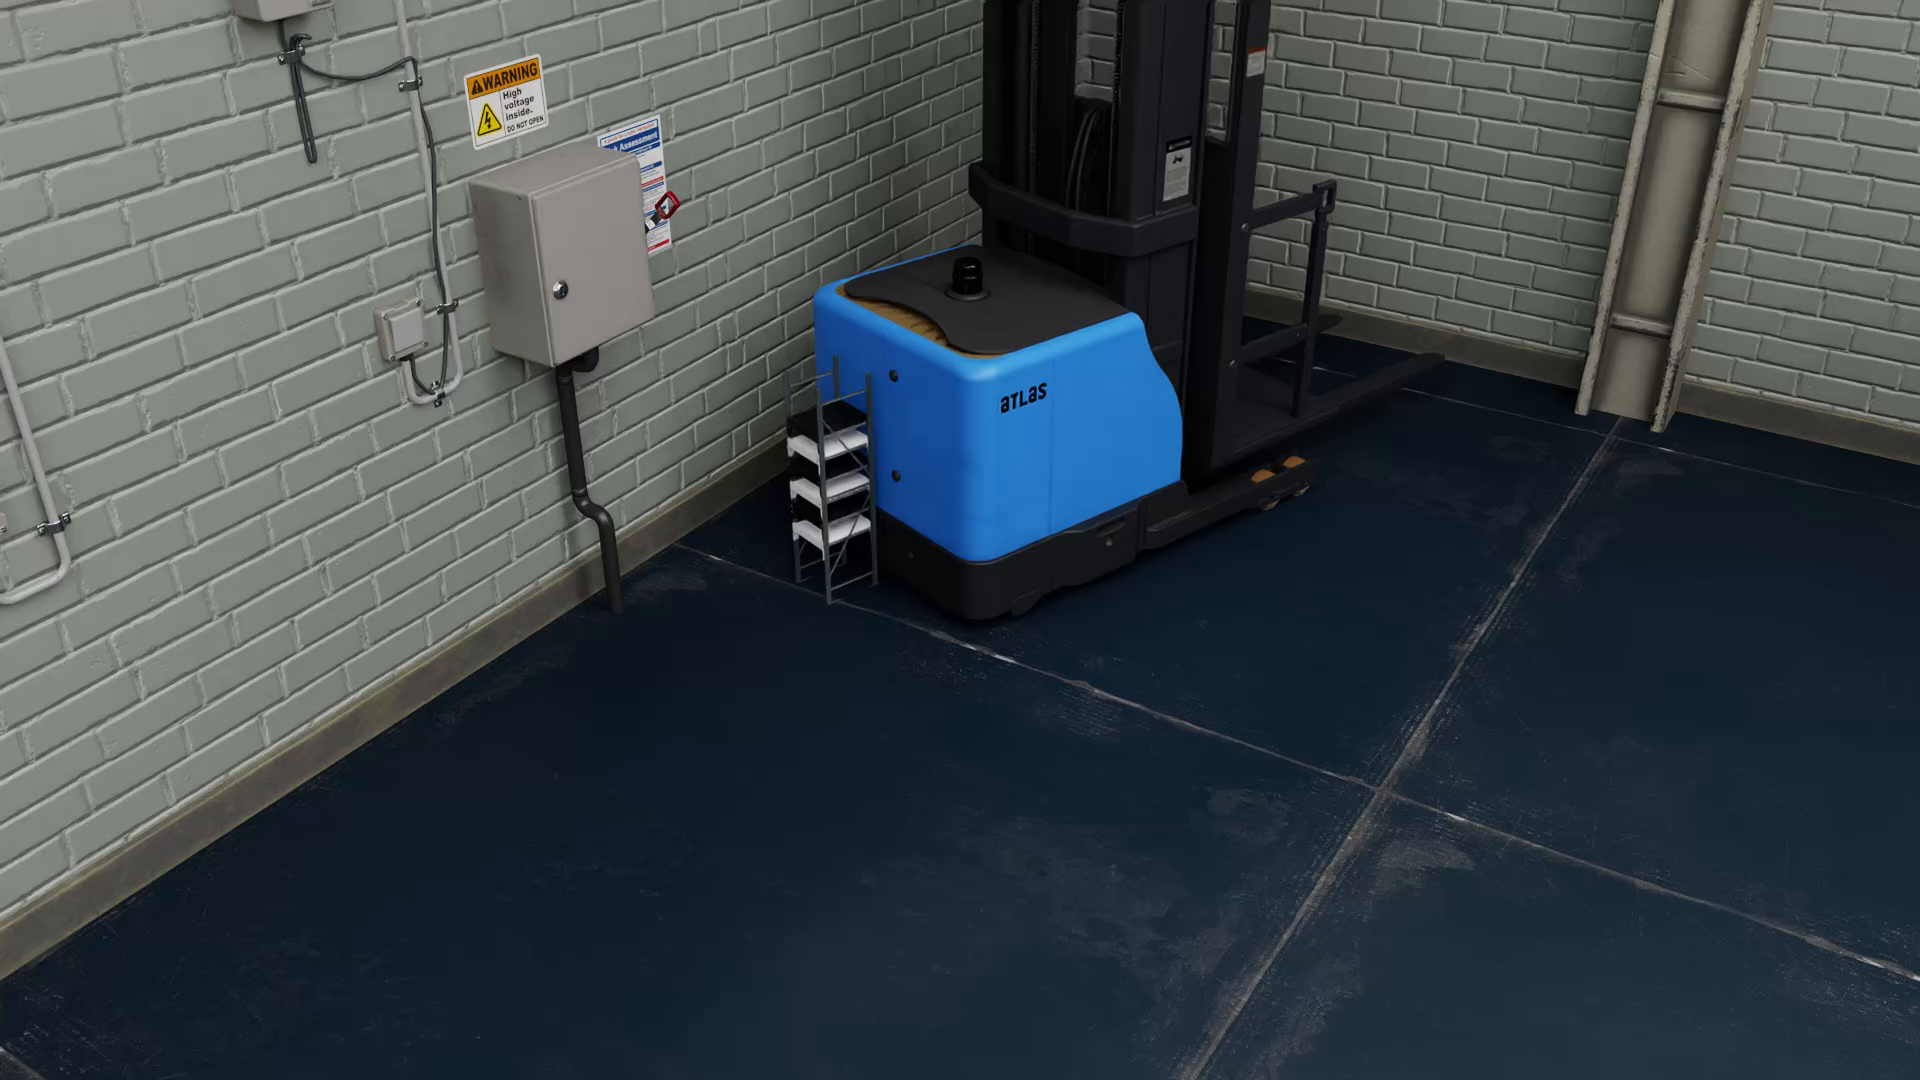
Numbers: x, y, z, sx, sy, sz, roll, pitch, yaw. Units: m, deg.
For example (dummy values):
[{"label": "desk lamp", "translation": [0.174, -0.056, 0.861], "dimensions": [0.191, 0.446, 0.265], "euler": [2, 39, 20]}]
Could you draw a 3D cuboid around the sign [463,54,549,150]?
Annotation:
[{"label": "sign", "translation": [-1.467, -1.422, 5.392], "dimensions": [0.001, 0.242, 0.339], "euler": [18, 35, 27]}]

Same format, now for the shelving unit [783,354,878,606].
[{"label": "shelving unit", "translation": [-0.479, -0.218, 6.230], "dimensions": [0.258, 0.900, 0.210], "euler": [-23, 37, -33]}]

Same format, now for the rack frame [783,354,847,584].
[{"label": "rack frame", "translation": [-0.543, -0.258, 6.298], "dimensions": [0.240, 0.900, 0.006], "euler": [-23, 37, -33]}]

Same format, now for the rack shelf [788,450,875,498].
[{"label": "rack shelf", "translation": [-0.479, -0.267, 6.202], "dimensions": [0.258, 0.077, 0.200], "euler": [-23, 37, -33]}]

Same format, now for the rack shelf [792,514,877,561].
[{"label": "rack shelf", "translation": [-0.478, -0.034, 6.338], "dimensions": [0.258, 0.077, 0.200], "euler": [-23, 37, -33]}]

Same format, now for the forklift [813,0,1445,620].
[{"label": "forklift", "translation": [0.890, -1.576, 6.543], "dimensions": [3.031, 2.935, 1.130], "euler": [-22, 37, -33]}]

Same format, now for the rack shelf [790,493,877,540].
[{"label": "rack shelf", "translation": [-0.478, -0.112, 6.293], "dimensions": [0.258, 0.077, 0.200], "euler": [-23, 37, -33]}]

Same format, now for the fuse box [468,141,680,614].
[{"label": "fuse box", "translation": [-1.262, -0.477, 5.870], "dimensions": [0.414, 1.711, 0.539], "euler": [18, 35, 27]}]

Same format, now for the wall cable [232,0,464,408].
[{"label": "wall cable", "translation": [-1.759, -1.223, 4.862], "dimensions": [0.122, 1.984, 0.588], "euler": [18, 35, 27]}]

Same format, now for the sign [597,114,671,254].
[{"label": "sign", "translation": [-1.175, -1.259, 6.026], "dimensions": [0.001, 0.494, 0.329], "euler": [18, 35, 27]}]

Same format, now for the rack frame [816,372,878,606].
[{"label": "rack frame", "translation": [-0.414, -0.179, 6.163], "dimensions": [0.240, 0.900, 0.006], "euler": [-23, 37, -33]}]

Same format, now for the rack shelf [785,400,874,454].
[{"label": "rack shelf", "translation": [-0.479, -0.423, 6.111], "dimensions": [0.258, 0.077, 0.200], "euler": [-23, 37, -33]}]

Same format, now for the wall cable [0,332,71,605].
[{"label": "wall cable", "translation": [-2.503, -0.629, 3.811], "dimensions": [0.123, 1.953, 0.585], "euler": [18, 35, 27]}]

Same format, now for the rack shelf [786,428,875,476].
[{"label": "rack shelf", "translation": [-0.479, -0.345, 6.156], "dimensions": [0.258, 0.077, 0.200], "euler": [-23, 37, -33]}]

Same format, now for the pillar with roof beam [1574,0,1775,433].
[{"label": "pillar with roof beam", "translation": [0.828, -2.656, 2.373], "dimensions": [0.400, 9.000, 9.100], "euler": [18, 35, 27]}]

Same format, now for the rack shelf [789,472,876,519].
[{"label": "rack shelf", "translation": [-0.479, -0.190, 6.247], "dimensions": [0.258, 0.077, 0.200], "euler": [-23, 37, -33]}]
